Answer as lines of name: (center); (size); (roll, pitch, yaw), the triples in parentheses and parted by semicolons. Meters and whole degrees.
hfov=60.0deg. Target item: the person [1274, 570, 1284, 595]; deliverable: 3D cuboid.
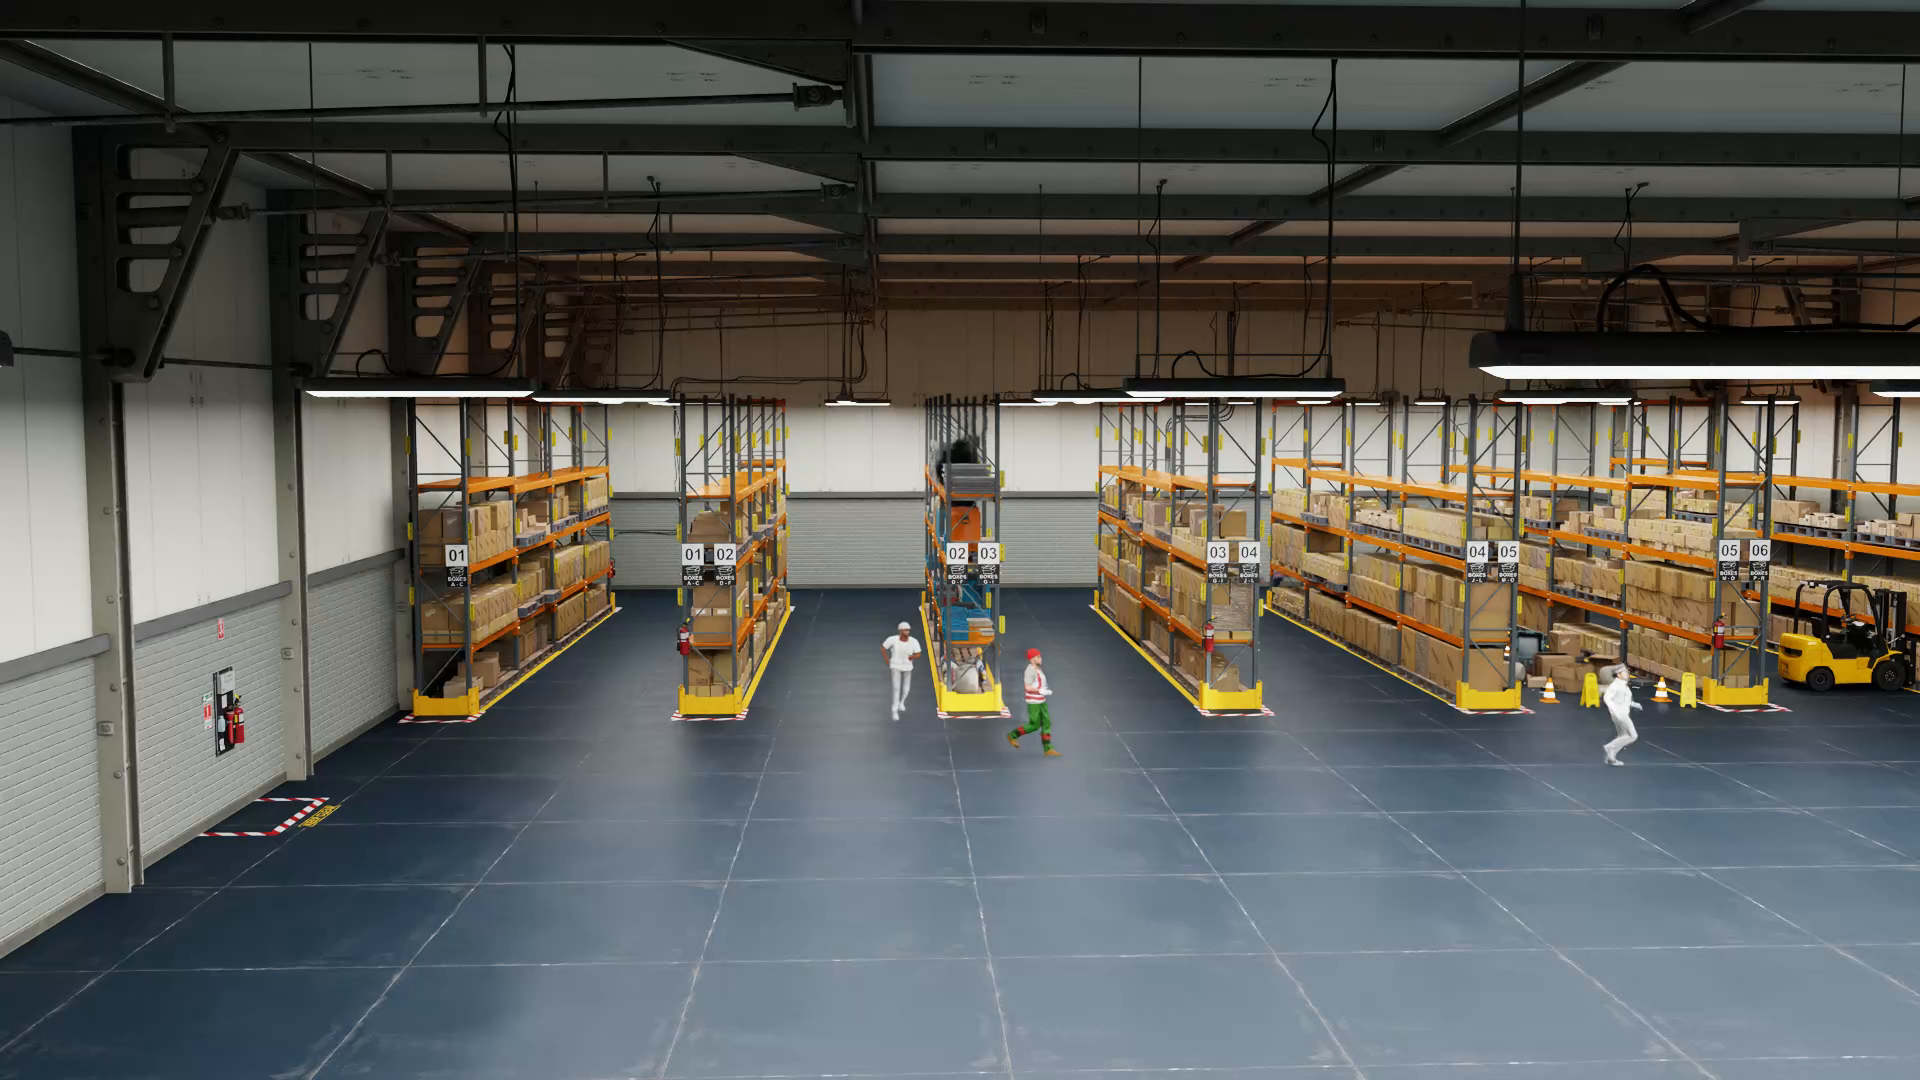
person: (9.455, 1.081, 49.063); (0.524, 1.550, 0.583); (-2, 5, -19)

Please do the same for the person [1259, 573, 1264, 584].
person: (7.795, 1.415, 44.455); (0.594, 1.590, 0.858); (-1, 5, -7)

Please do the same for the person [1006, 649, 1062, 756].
person: (1.227, 2.665, 27.328); (0.947, 1.770, 0.656); (2, 5, 20)

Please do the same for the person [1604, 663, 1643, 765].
person: (10.609, 2.790, 26.586); (0.546, 1.651, 0.614); (3, 5, 29)

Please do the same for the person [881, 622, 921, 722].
person: (-1.055, 2.405, 30.904); (0.713, 1.754, 0.991); (-1, 5, -18)
